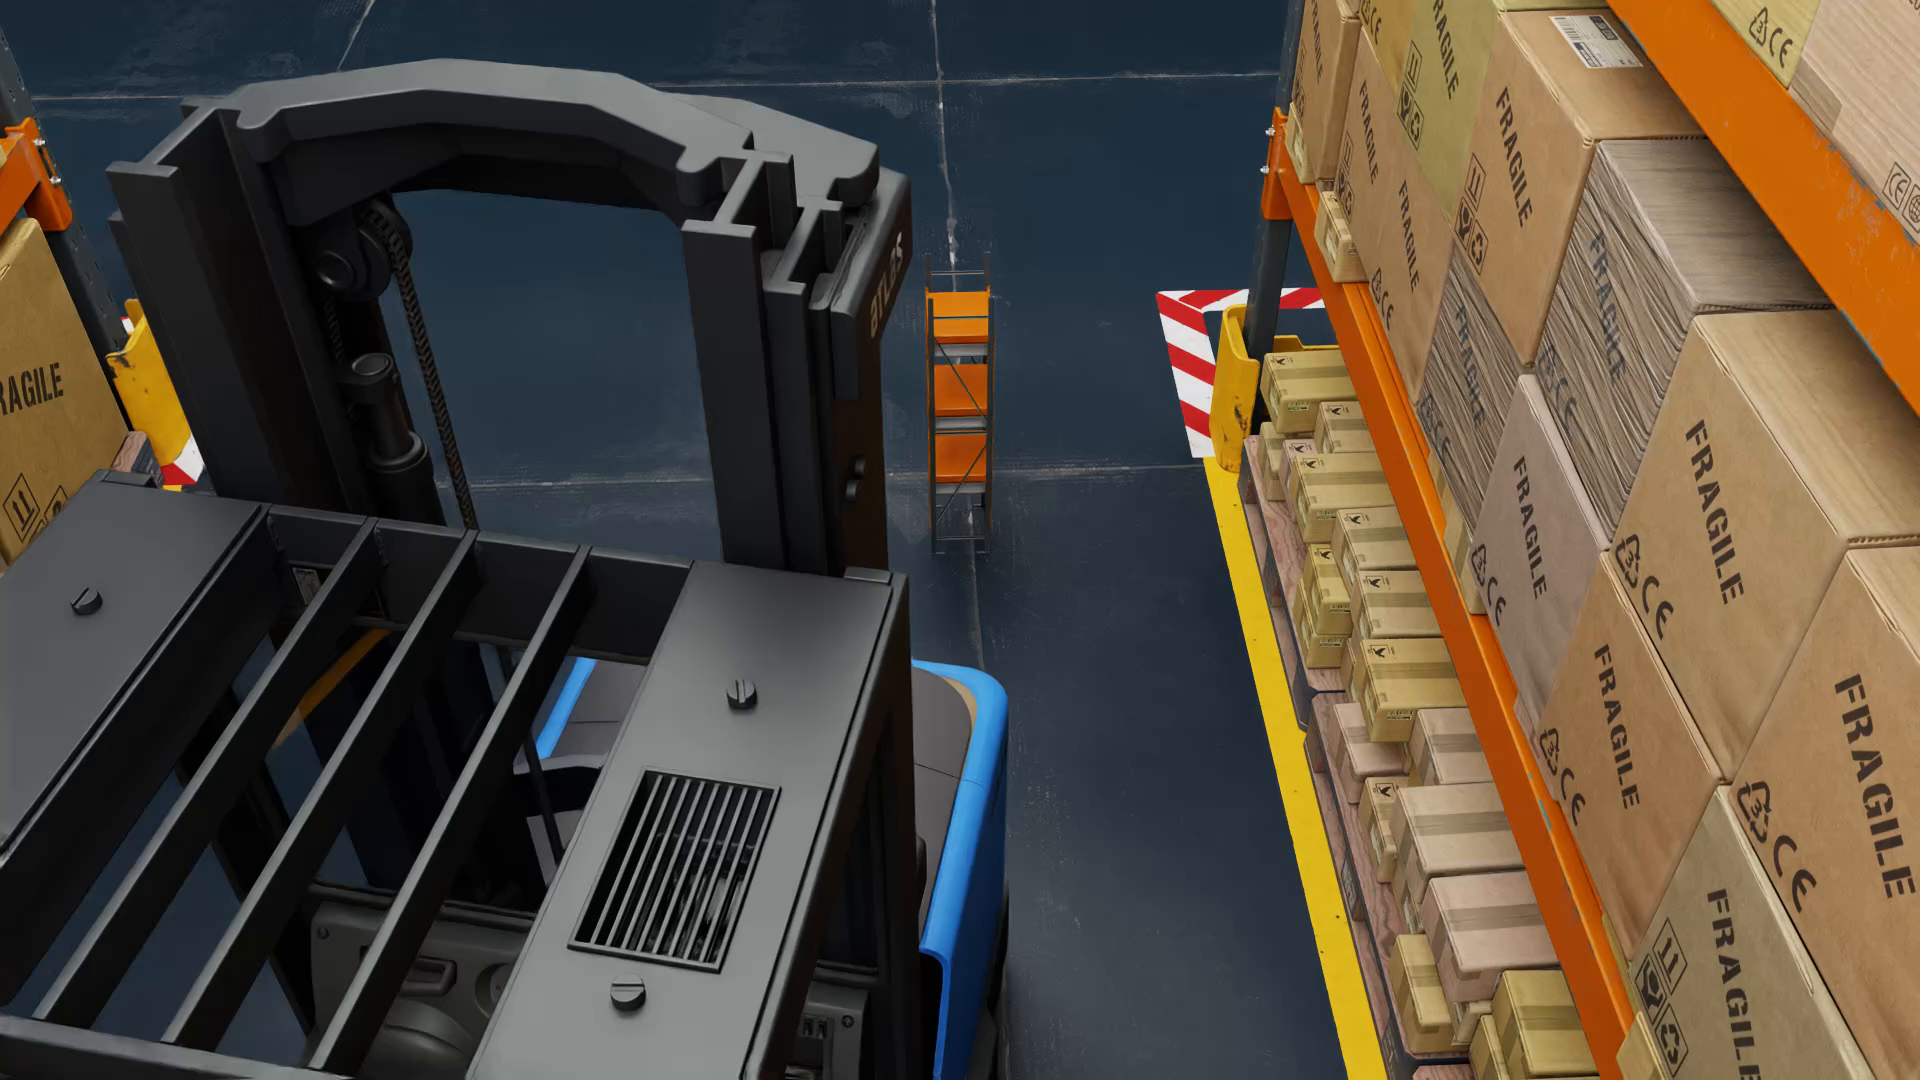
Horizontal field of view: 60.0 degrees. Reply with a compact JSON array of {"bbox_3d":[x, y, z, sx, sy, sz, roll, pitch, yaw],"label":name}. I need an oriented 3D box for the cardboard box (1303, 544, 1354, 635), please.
[{"bbox_3d":[1.238,0.145,4.951,0.380,0.149,0.250,0,43,0],"label":"cardboard box"}]

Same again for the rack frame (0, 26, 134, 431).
[{"bbox_3d":[-3.444,-1.454,5.116,1.000,3.000,0.127,-2,43,-2],"label":"rack frame"}]

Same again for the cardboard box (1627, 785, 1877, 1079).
[{"bbox_3d":[1.383,0.707,2.464,0.500,0.500,0.500,-2,43,-2],"label":"cardboard box"}]

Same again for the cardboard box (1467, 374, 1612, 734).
[{"bbox_3d":[1.342,0.021,3.213,0.500,0.500,0.500,-2,43,-2],"label":"cardboard box"}]

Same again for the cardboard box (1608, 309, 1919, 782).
[{"bbox_3d":[1.368,-0.001,2.497,0.500,0.500,0.500,-3,43,-3],"label":"cardboard box"}]

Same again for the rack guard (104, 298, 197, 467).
[{"bbox_3d":[-3.445,-0.549,5.979,1.175,0.500,0.348,-2,43,-2],"label":"rack guard"}]

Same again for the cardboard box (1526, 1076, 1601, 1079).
[{"bbox_3d":[1.342,1.277,3.496,0.380,0.149,0.250,-2,43,-2],"label":"cardboard box"}]

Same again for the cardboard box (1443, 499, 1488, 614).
[{"bbox_3d":[1.301,0.025,3.688,0.380,0.149,0.250,-1,43,-1],"label":"cardboard box"}]

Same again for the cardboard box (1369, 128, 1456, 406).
[{"bbox_3d":[1.315,-0.672,3.969,0.500,0.500,0.500,-1,43,-1],"label":"cardboard box"}]

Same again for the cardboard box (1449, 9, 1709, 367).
[{"bbox_3d":[1.322,-0.696,3.256,0.500,0.500,0.500,-3,43,-3],"label":"cardboard box"}]

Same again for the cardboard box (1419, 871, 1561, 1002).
[{"bbox_3d":[1.305,0.919,3.886,0.380,0.149,0.250,-4,43,-4],"label":"cardboard box"}]

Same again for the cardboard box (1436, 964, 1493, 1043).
[{"bbox_3d":[1.359,1.049,3.965,0.380,0.149,0.250,-1,43,-1],"label":"cardboard box"}]

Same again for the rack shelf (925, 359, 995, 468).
[{"bbox_3d":[-0.002,-0.415,5.442,0.215,0.259,0.240,-2,43,-2],"label":"rack shelf"}]

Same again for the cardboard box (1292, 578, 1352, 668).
[{"bbox_3d":[1.230,0.248,5.058,0.380,0.149,0.250,-1,43,-1],"label":"cardboard box"}]

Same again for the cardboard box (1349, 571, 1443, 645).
[{"bbox_3d":[1.309,0.221,4.648,0.380,0.149,0.250,0,43,0],"label":"cardboard box"}]

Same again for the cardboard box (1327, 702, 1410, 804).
[{"bbox_3d":[1.260,0.589,4.687,0.380,0.149,0.250,-4,43,-4],"label":"cardboard box"}]

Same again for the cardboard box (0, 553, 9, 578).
[{"bbox_3d":[-3.298,0.218,4.553,0.875,0.875,0.875,-2,43,-2],"label":"cardboard box"}]

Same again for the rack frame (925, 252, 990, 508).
[{"bbox_3d":[-0.007,-0.506,5.525,0.200,1.050,0.008,-2,43,-2],"label":"rack frame"}]

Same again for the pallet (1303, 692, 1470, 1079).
[{"bbox_3d":[1.567,0.922,4.588,1.003,0.211,1.213,-2,43,-2],"label":"pallet"}]

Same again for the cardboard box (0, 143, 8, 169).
[{"bbox_3d":[-3.100,-1.131,4.949,0.380,0.149,0.250,-1,43,-1],"label":"cardboard box"}]

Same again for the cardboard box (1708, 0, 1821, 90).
[{"bbox_3d":[1.363,-0.882,2.384,0.500,0.250,0.500,-2,43,-2],"label":"cardboard box"}]

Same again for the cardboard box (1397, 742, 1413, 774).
[{"bbox_3d":[1.397,0.503,4.560,0.380,0.149,0.250,0,43,0],"label":"cardboard box"}]

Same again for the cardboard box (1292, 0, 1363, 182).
[{"bbox_3d":[1.259,-1.364,4.724,0.500,0.500,0.500,0,43,0],"label":"cardboard box"}]

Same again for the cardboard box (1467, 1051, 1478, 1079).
[{"bbox_3d":[1.436,1.278,3.935,0.380,0.149,0.250,-3,43,-3],"label":"cardboard box"}]

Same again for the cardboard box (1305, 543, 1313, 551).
[{"bbox_3d":[1.311,-0.095,5.433,0.380,0.149,0.250,-2,43,-2],"label":"cardboard box"}]

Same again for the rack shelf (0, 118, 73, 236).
[{"bbox_3d":[-3.359,0.161,3.887,1.077,0.370,4.000,-2,43,-2],"label":"rack shelf"}]

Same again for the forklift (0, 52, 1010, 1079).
[{"bbox_3d":[-0.647,0.922,2.575,1.130,2.935,3.031,7,43,8],"label":"forklift"}]

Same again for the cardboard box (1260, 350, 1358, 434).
[{"bbox_3d":[1.199,-0.488,5.421,0.380,0.149,0.250,-3,43,-4],"label":"cardboard box"}]

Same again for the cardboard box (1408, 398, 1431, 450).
[{"bbox_3d":[1.329,-0.331,4.078,0.380,0.149,0.250,-2,43,-3],"label":"cardboard box"}]

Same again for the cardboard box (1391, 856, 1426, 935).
[{"bbox_3d":[1.341,0.937,4.307,0.380,0.149,0.250,-1,43,-1],"label":"cardboard box"}]

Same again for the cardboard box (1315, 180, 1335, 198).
[{"bbox_3d":[1.254,-1.037,4.847,0.380,0.149,0.250,0,43,0],"label":"cardboard box"}]

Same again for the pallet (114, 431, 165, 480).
[{"bbox_3d":[-3.332,0.111,5.472,1.003,0.211,1.213,-2,43,-2],"label":"pallet"}]

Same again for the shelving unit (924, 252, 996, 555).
[{"bbox_3d":[-0.002,-0.423,5.435,0.215,1.050,0.252,-2,43,-2],"label":"shelving unit"}]

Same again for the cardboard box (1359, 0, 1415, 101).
[{"bbox_3d":[1.297,-1.392,4.015,0.500,0.500,0.500,-1,43,-1],"label":"cardboard box"}]

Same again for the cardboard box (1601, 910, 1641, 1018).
[{"bbox_3d":[1.368,0.726,2.924,0.380,0.149,0.250,0,43,0],"label":"cardboard box"}]

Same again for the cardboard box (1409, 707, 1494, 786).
[{"bbox_3d":[1.380,0.567,4.270,0.380,0.149,0.250,-2,43,-2],"label":"cardboard box"}]

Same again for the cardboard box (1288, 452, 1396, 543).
[{"bbox_3d":[1.213,-0.132,5.032,0.380,0.149,0.250,-2,43,-2],"label":"cardboard box"}]

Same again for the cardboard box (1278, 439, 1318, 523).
[{"bbox_3d":[1.237,-0.194,5.321,0.380,0.149,0.250,-2,43,-2],"label":"cardboard box"}]

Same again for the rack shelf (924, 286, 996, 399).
[{"bbox_3d":[-0.002,-0.625,5.250,0.215,0.259,0.240,-2,43,-2],"label":"rack shelf"}]
